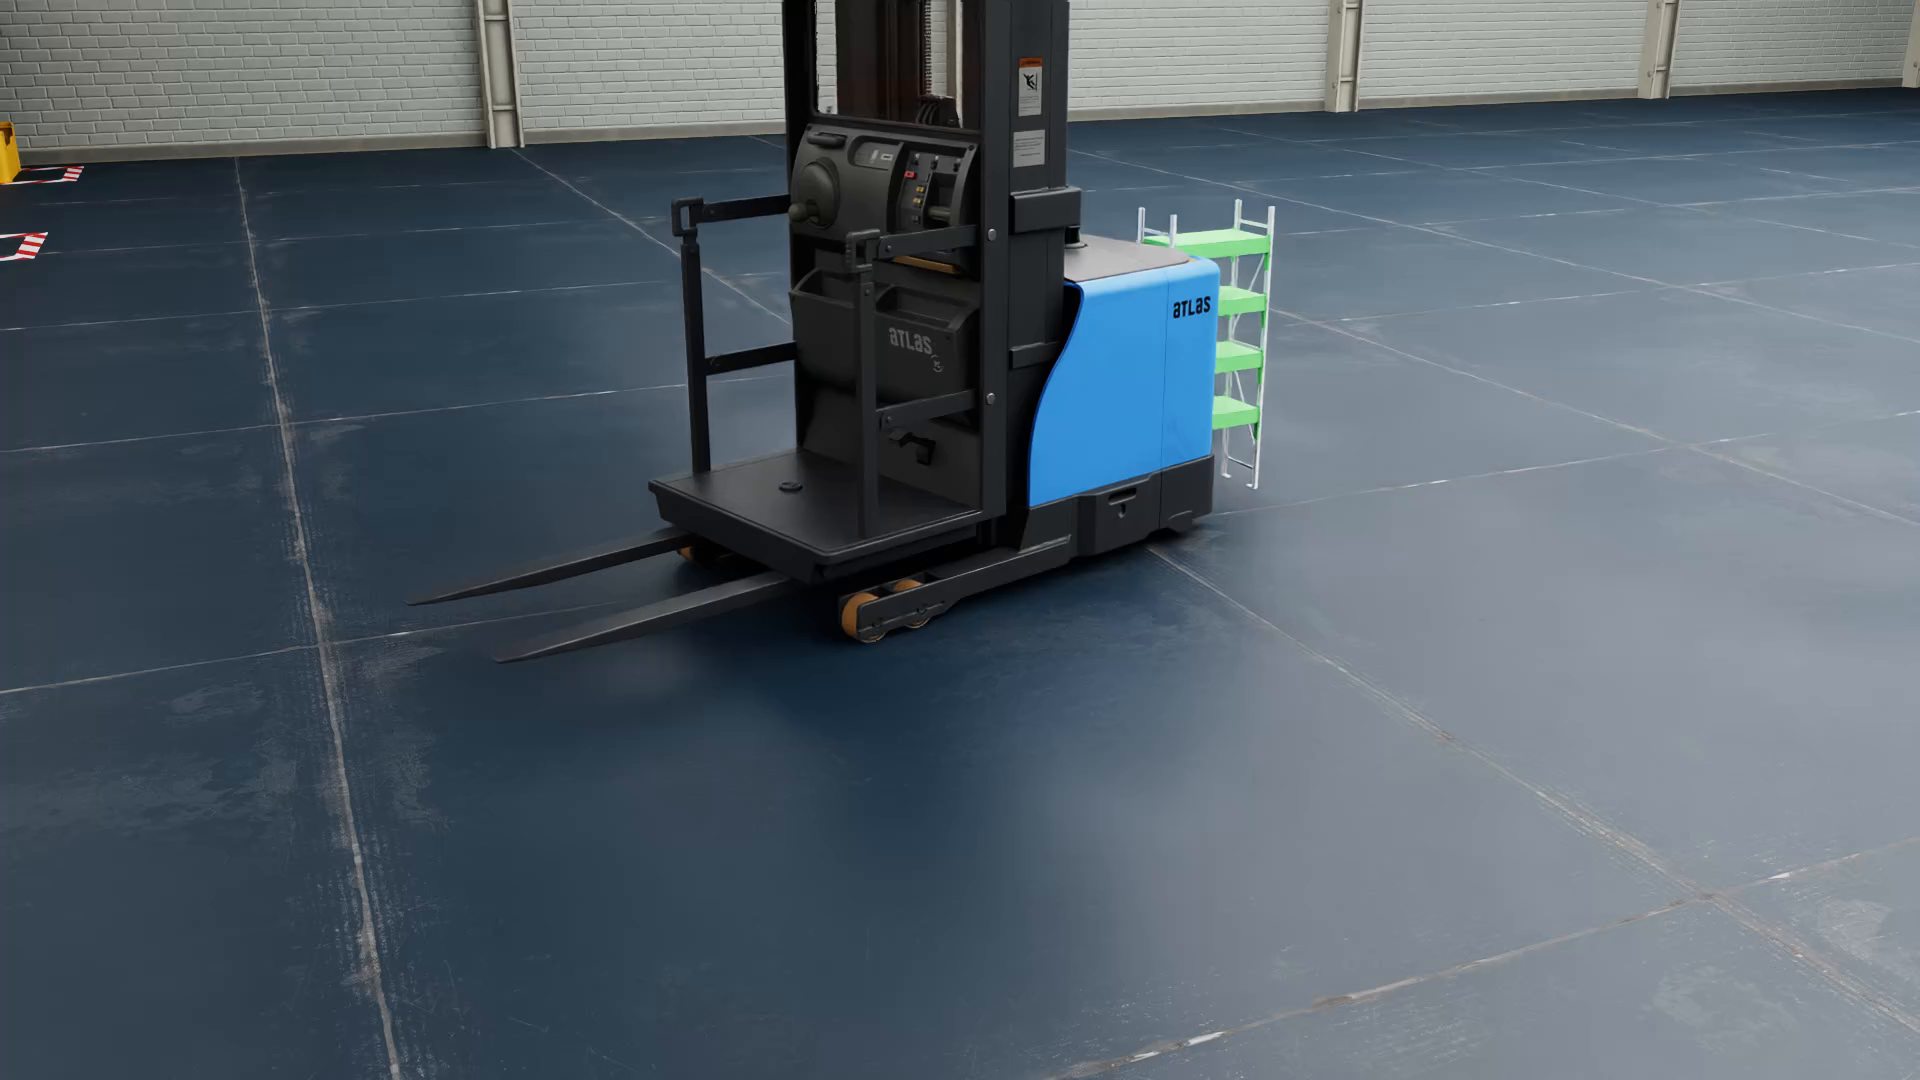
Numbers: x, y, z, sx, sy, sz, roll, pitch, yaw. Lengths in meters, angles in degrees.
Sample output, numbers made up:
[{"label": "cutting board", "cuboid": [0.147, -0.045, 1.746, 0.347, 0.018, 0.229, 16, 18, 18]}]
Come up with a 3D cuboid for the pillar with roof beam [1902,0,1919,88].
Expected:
[{"label": "pillar with roof beam", "cuboid": [18.304, -10.804, 23.656, 0.400, 9.000, 9.100, -8, 21, -22]}]

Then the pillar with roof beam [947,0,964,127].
[{"label": "pillar with roof beam", "cuboid": [1.777, -8.436, 16.931, 0.400, 9.000, 9.100, -8, 21, -22]}]

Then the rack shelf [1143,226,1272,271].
[{"label": "rack shelf", "cuboid": [1.001, -1.175, 6.800, 0.480, 0.148, 0.258, -10, 22, -27]}]

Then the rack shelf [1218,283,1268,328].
[{"label": "rack shelf", "cuboid": [1.001, -0.949, 6.879, 0.480, 0.148, 0.258, -10, 22, -27]}]

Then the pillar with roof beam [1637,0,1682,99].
[{"label": "pillar with roof beam", "cuboid": [12.795, -10.014, 21.414, 0.400, 9.000, 9.100, -8, 21, -22]}]

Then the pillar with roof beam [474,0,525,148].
[{"label": "pillar with roof beam", "cuboid": [-3.733, -7.646, 14.689, 0.400, 9.000, 9.100, -8, 21, -22]}]

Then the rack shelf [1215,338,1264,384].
[{"label": "rack shelf", "cuboid": [1.001, -0.722, 6.959, 0.480, 0.148, 0.258, -10, 22, -27]}]

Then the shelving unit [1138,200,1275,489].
[{"label": "shelving unit", "cuboid": [1.001, -0.783, 6.938, 0.503, 1.200, 0.258, -10, 22, -27]}]

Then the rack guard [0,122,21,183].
[{"label": "rack guard", "cuboid": [-9.929, -3.981, 17.076, 0.348, 0.500, 1.175, -8, 21, -22]}]

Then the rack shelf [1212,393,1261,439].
[{"label": "rack shelf", "cuboid": [1.001, -0.496, 7.039, 0.480, 0.148, 0.258, -10, 22, -27]}]

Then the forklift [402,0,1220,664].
[{"label": "forklift", "cuboid": [-0.431, -1.233, 5.611, 3.031, 2.935, 1.130, -16, 25, -39]}]

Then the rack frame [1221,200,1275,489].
[{"label": "rack frame", "cuboid": [1.215, -0.821, 7.049, 0.015, 1.200, 0.240, -10, 22, -27]}]

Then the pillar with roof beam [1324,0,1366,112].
[{"label": "pillar with roof beam", "cuboid": [7.286, -9.225, 19.173, 0.400, 9.000, 9.100, -8, 21, -22]}]

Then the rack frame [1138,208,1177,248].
[{"label": "rack frame", "cuboid": [0.787, -0.744, 6.827, 0.015, 1.200, 0.240, -10, 22, -27]}]
